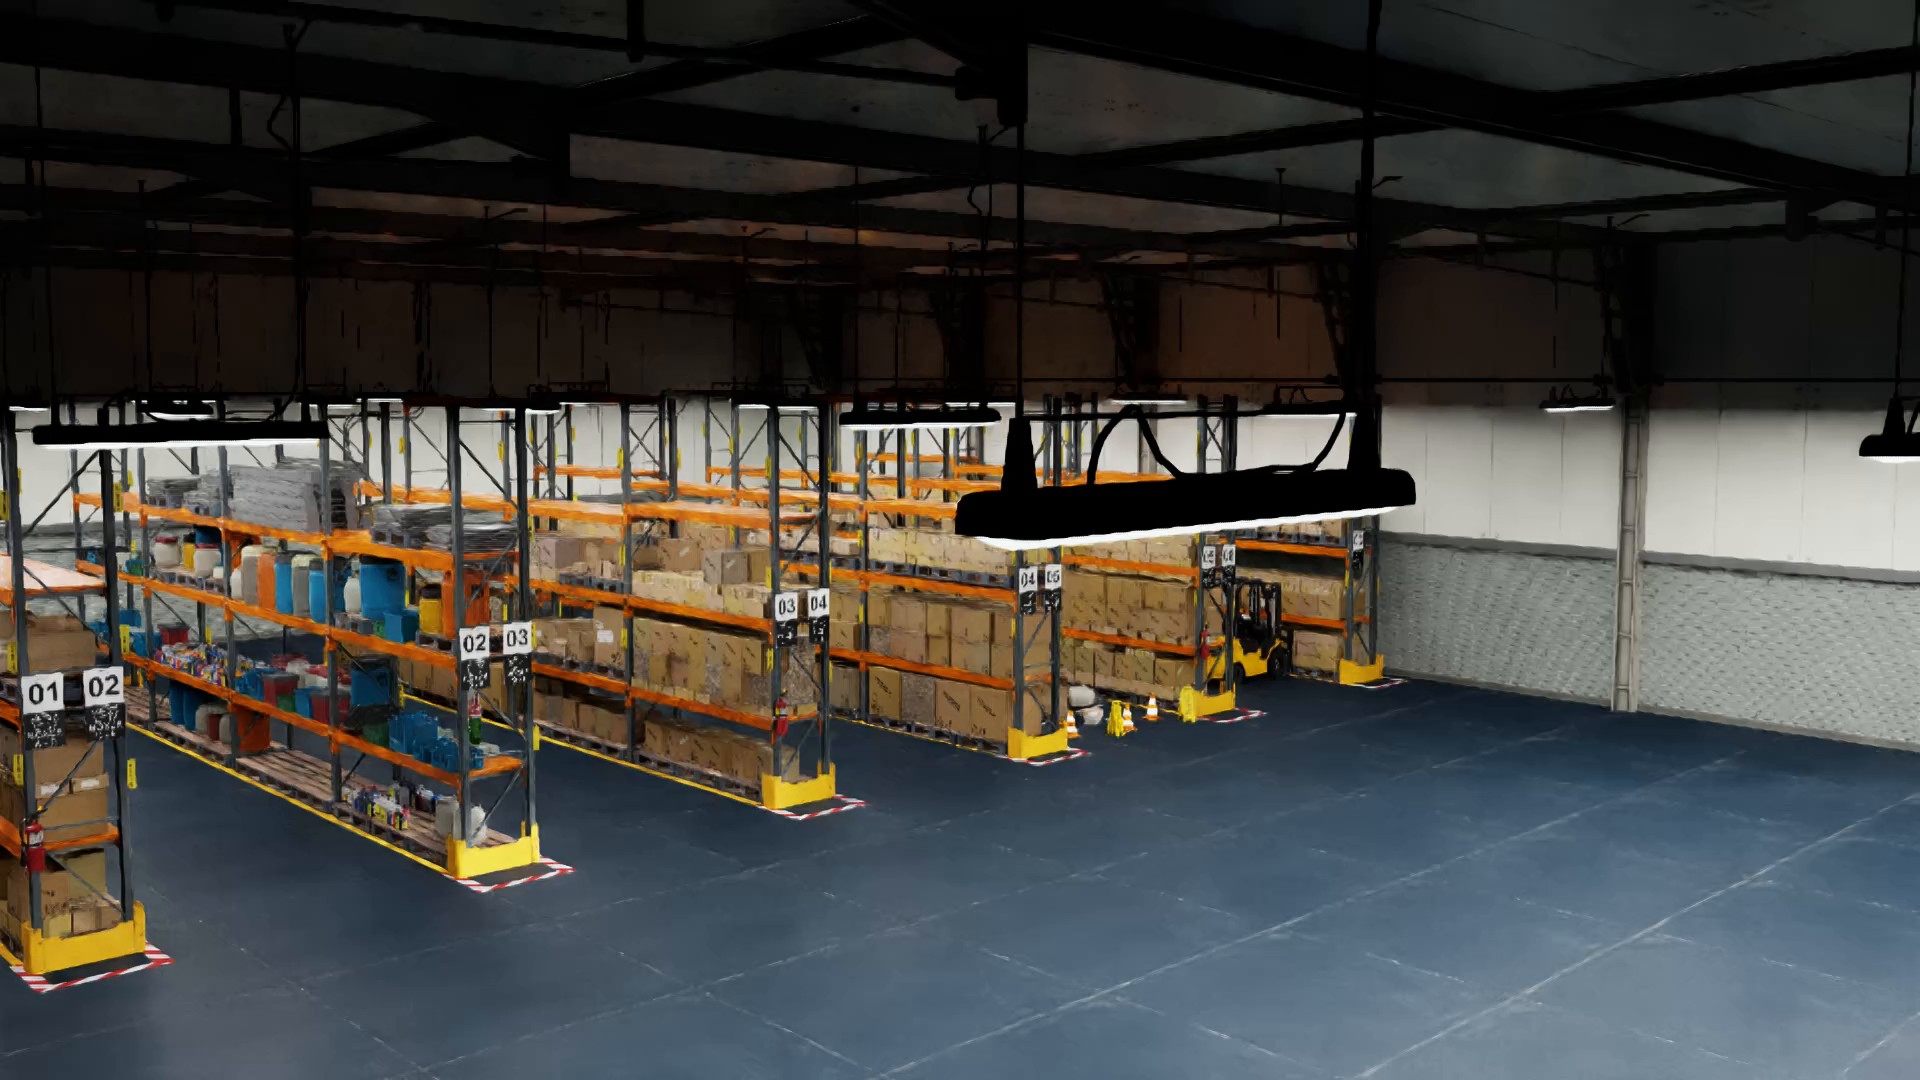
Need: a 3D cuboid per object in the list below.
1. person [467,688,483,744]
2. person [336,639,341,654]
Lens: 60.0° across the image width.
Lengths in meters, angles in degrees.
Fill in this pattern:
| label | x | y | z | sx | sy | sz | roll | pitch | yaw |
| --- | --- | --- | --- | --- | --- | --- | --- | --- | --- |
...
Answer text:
| label | x | y | z | sx | sy | sz | roll | pitch | yaw |
| --- | --- | --- | --- | --- | --- | --- | --- | --- | --- |
| person | -7.894 | 2.848 | 26.700 | 0.569 | 1.786 | 0.653 | -1 | 6 | -13 |
| person | -13.923 | 1.863 | 37.397 | 0.454 | 1.722 | 0.640 | 0 | 6 | -2 |
